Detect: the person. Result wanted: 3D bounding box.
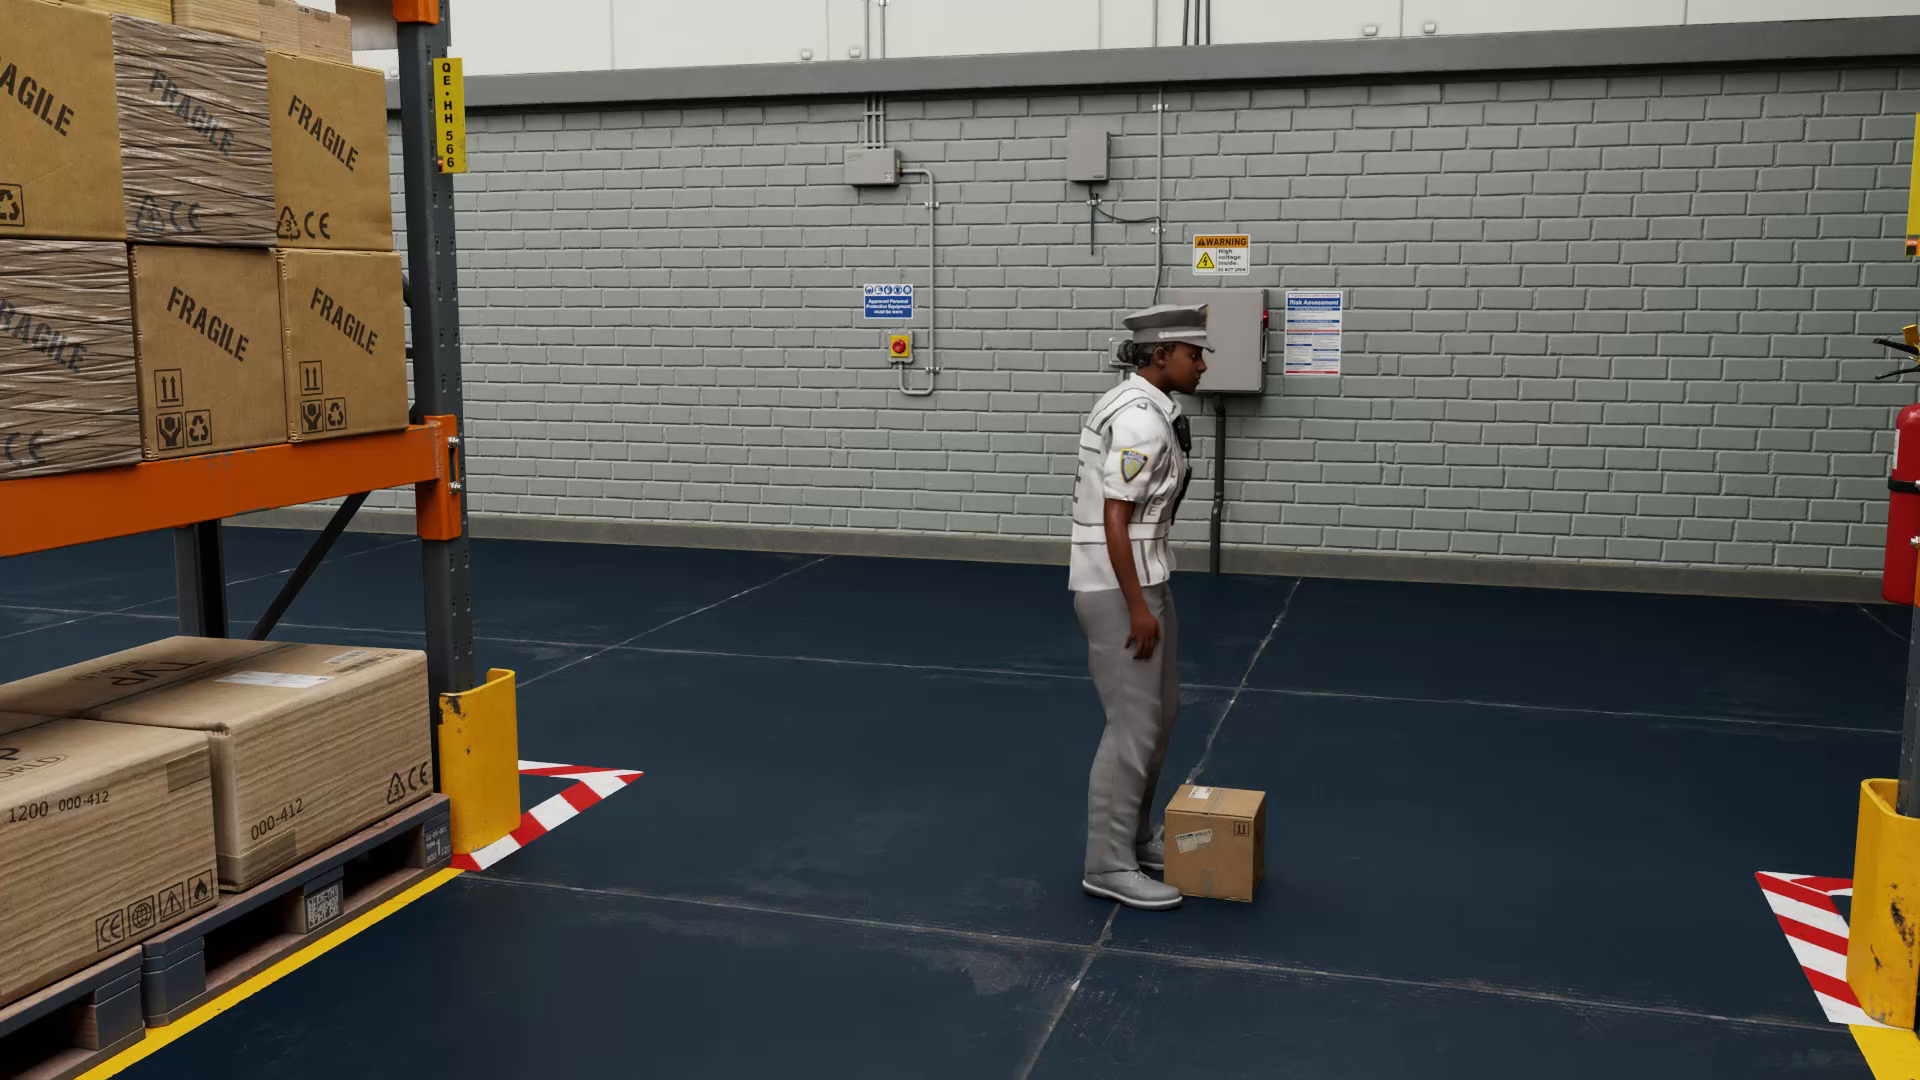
[{"bbox_3d":[0.510,0.163,4.734,0.396,1.660,0.524,2,9,14],"label":"person"}]
